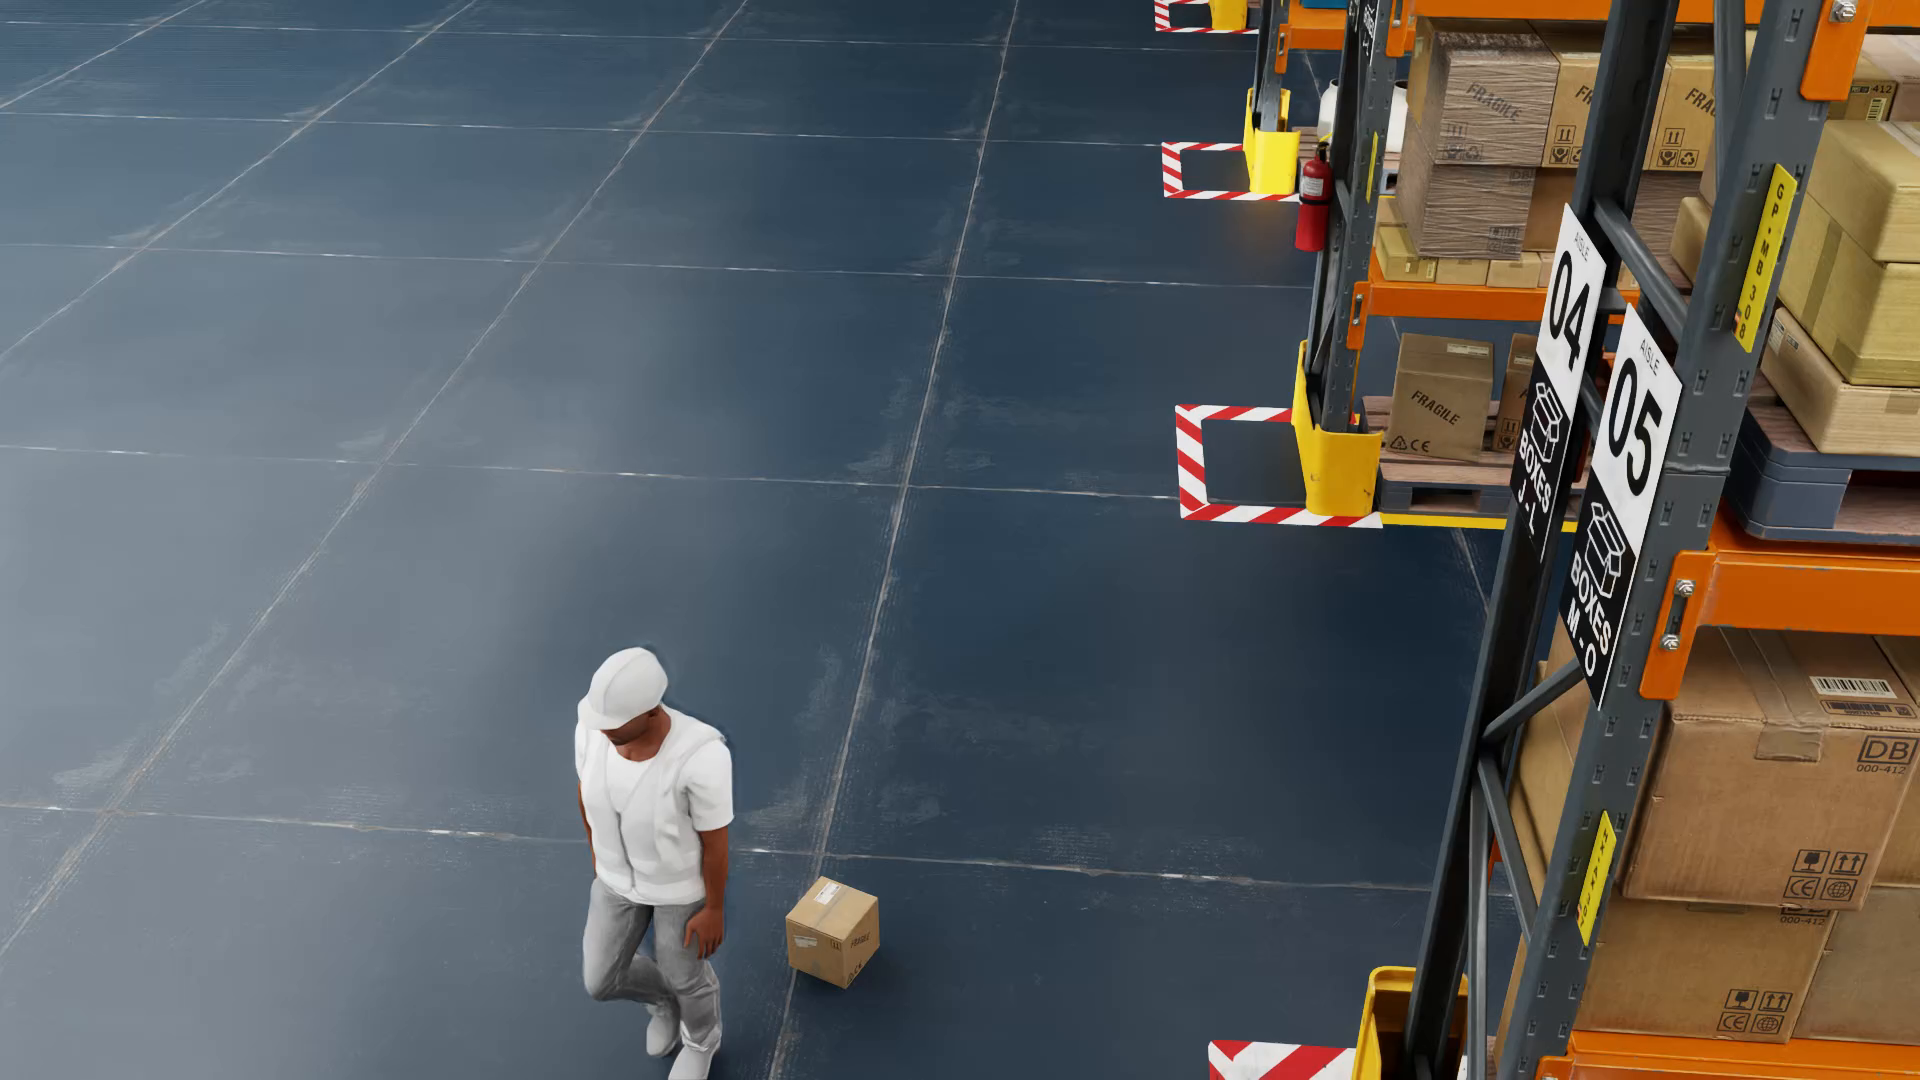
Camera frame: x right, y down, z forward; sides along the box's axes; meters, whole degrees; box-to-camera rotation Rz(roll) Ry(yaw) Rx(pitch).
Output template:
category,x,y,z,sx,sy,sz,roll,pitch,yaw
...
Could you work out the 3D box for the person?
category,x,y,z,sx,sy,sz,roll,pitch,yaw
person,-0.987,1.089,5.322,0.587,1.787,0.451,12,34,19
